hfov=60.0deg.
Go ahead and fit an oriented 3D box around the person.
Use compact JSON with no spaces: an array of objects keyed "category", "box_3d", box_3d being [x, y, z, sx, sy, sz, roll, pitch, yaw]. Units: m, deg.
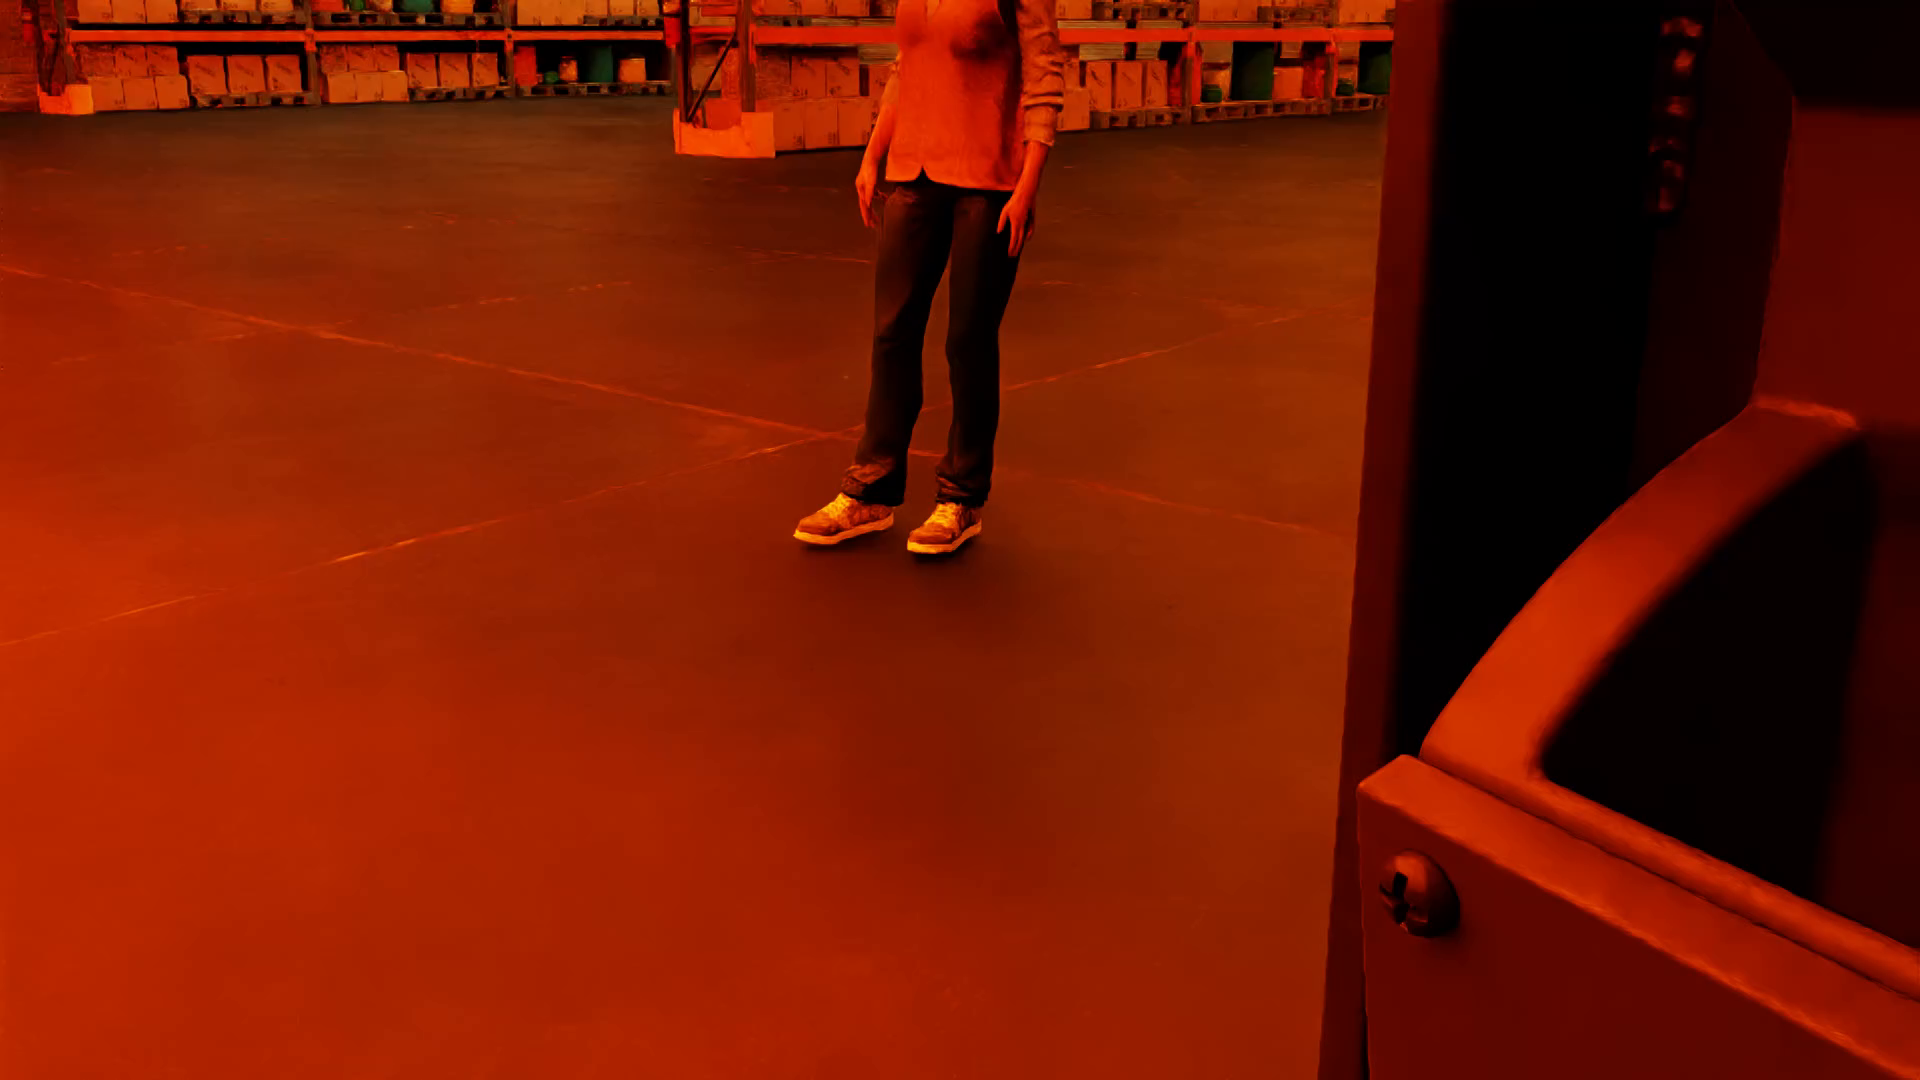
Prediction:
[{"category":"person","box_3d":[-0.058,-0.757,3.661,0.520,1.597,0.474,13,21,37]}]
